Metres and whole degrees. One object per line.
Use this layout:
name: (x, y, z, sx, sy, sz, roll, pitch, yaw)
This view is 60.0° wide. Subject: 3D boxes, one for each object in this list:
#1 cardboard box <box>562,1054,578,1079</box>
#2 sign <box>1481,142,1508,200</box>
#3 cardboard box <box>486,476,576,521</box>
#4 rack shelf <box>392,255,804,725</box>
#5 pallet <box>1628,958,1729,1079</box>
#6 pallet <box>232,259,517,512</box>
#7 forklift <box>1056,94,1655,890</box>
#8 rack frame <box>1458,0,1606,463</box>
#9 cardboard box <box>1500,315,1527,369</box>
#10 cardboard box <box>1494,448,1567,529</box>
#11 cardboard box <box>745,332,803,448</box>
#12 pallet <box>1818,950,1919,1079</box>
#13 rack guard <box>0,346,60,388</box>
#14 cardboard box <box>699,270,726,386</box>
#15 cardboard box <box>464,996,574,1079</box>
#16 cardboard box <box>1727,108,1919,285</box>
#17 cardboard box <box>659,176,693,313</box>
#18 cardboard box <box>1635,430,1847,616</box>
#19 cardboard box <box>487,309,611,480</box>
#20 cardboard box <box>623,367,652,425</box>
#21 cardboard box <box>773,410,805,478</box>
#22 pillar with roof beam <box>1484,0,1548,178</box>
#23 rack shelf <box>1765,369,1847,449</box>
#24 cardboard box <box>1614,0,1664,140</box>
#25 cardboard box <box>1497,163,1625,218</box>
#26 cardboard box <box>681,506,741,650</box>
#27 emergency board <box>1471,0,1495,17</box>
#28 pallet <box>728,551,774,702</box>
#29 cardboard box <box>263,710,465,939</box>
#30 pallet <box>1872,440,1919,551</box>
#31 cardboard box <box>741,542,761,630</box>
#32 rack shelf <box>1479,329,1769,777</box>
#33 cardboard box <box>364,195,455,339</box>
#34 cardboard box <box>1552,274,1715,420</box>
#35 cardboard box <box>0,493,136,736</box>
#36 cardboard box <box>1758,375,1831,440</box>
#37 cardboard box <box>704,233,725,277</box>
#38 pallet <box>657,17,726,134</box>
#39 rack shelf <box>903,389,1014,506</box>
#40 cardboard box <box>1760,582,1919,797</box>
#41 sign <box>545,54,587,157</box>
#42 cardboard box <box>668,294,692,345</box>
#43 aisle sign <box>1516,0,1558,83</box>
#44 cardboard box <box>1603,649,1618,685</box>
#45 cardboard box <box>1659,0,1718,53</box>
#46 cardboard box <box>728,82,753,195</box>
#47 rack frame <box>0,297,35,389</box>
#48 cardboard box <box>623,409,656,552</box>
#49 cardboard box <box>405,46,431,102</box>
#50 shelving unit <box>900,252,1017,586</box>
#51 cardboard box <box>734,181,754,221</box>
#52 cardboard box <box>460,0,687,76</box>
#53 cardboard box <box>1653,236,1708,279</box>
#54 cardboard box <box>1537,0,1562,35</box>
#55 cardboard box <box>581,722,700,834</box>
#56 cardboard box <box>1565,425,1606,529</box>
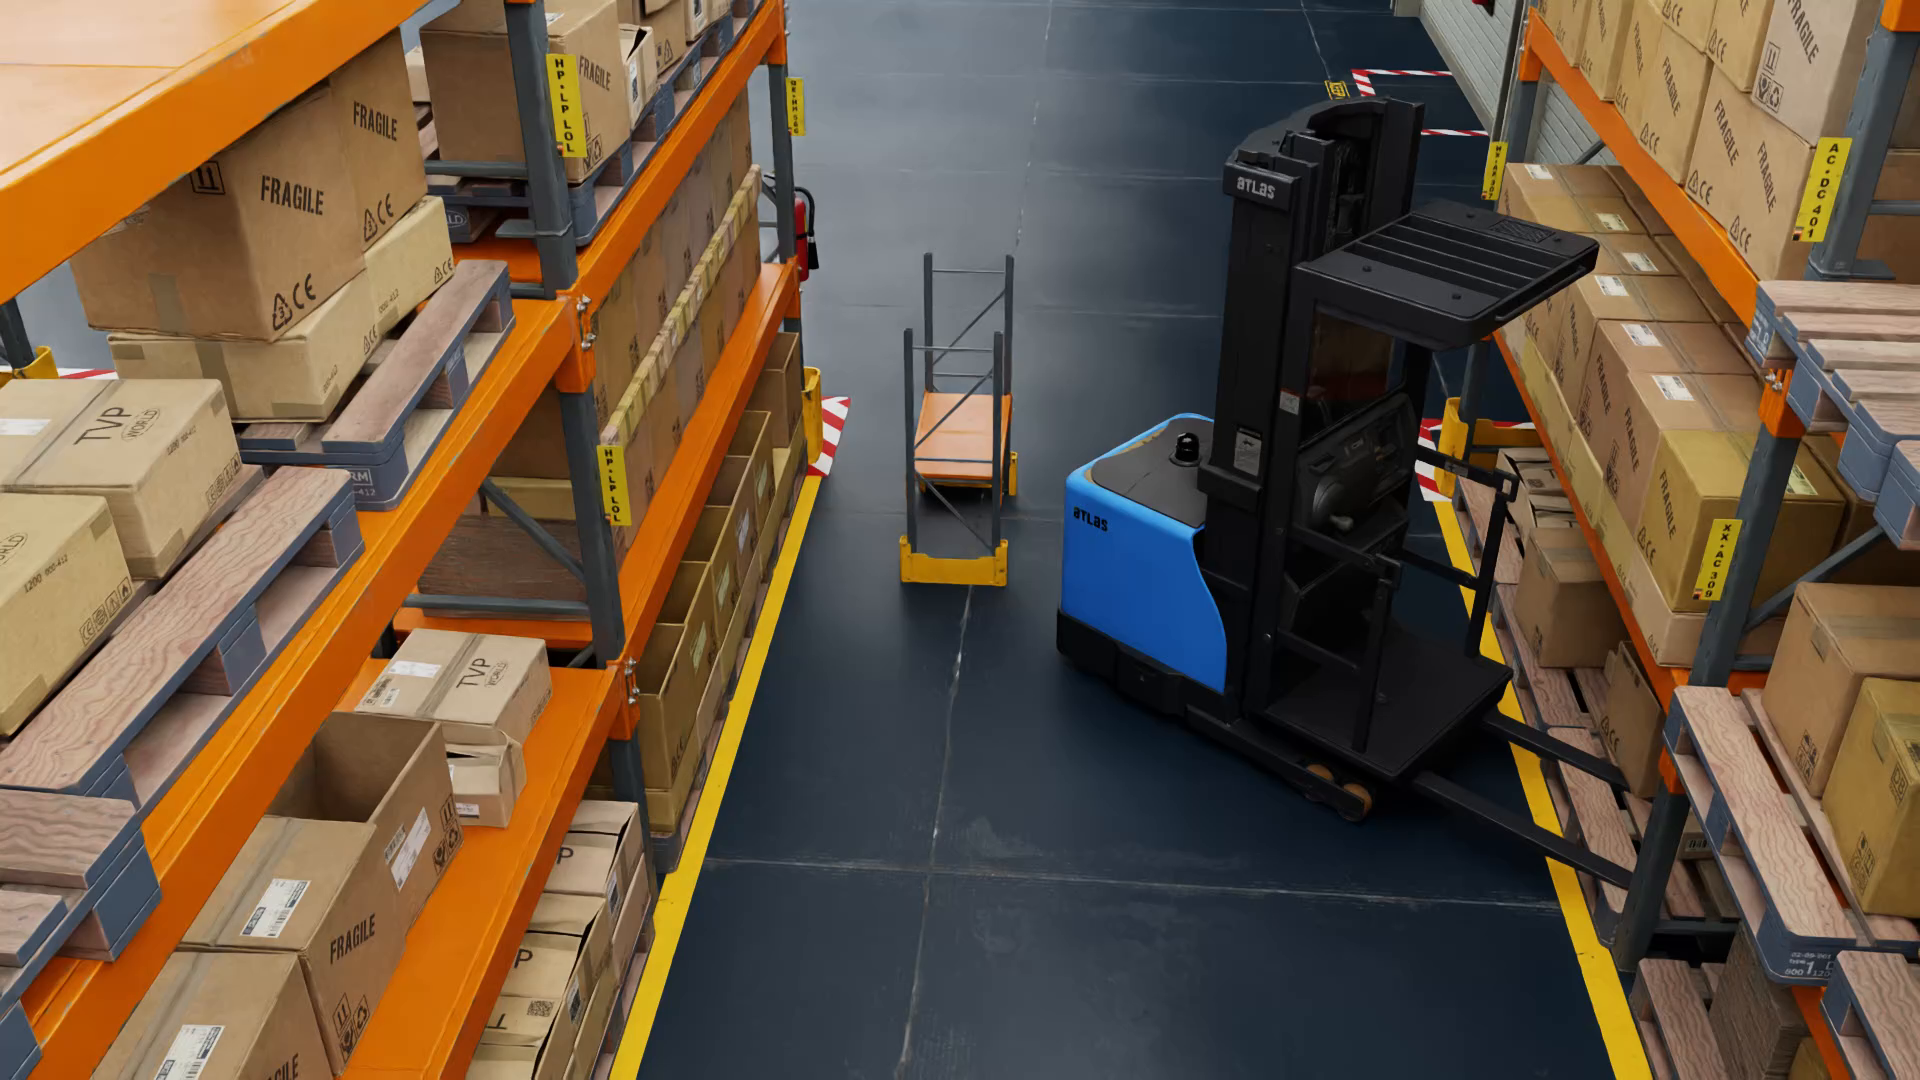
cardboard box: (-1.612, 2.001, 5.645, 0.500, 0.250, 0.500, 3, 32, 5)
sign: (2.939, -2.026, 9.133, 0.100, 0.325, 0.005, 2, 32, 4)
cardboard box: (-1.568, -0.203, 6.287, 0.380, 0.149, 0.250, 2, 32, 4)
rack shelf: (-1.620, -0.492, 8.155, 1.077, 0.370, 4.000, 2, 32, 4)
pallet: (3.093, 2.052, 6.000, 1.003, 0.211, 1.213, 2, 32, 4)
pallet: (-1.842, -0.486, 4.783, 0.805, 0.209, 1.217, 1, 32, 2)
forklift: (1.906, -0.296, 7.217, 3.031, 2.935, 1.130, 27, 40, 36)
rack frame: (3.480, -1.634, 9.323, 1.000, 3.000, 0.127, 2, 32, 4)
cardboard box: (3.096, -1.065, 8.523, 0.500, 0.250, 0.500, 2, 32, 2)
cardboard box: (3.334, -0.319, 9.332, 0.500, 0.311, 0.500, -1, 32, -2)
cardboard box: (-1.204, -0.878, 9.602, 0.500, 0.500, 0.500, 2, 32, 4)
pallet: (2.949, 1.594, 4.267, 1.003, 0.211, 1.213, 2, 32, 4)
rack guard: (-6.353, -0.951, 10.597, 1.175, 0.500, 0.348, 2, 32, 4)
cardboard box: (-1.592, -1.108, 8.375, 0.700, 0.500, 0.500, 3, 32, 4)
cardboard box: (-1.609, 1.758, 5.504, 0.500, 0.311, 0.500, 2, 32, 4)
cardboard box: (2.949, -1.146, 5.558, 0.500, 0.500, 0.500, 3, 32, 5)
cardboard box: (-1.631, -1.366, 7.557, 0.700, 0.500, 0.500, 2, 32, 4)
cardboard box: (2.885, -0.067, 6.189, 0.500, 0.500, 0.500, 2, 32, 4)
cardboard box: (-1.753, -0.579, 6.279, 0.700, 0.500, 0.500, 3, 32, 4)
cardboard box: (-1.509, -0.606, 6.942, 0.380, 0.149, 0.250, 2, 32, 4)
cardboard box: (-1.207, -0.559, 9.799, 0.500, 0.250, 0.500, 2, 32, 4)
pillar with roof beam: (0.483, -7.106, 12.484, 9.100, 9.000, 0.400, 2, 32, 4)
rack shelf: (2.992, 0.533, 3.633, 1.077, 0.370, 4.000, 2, 32, 4)
cardboard box: (3.064, -1.966, 6.888, 0.500, 0.500, 0.500, 4, 32, 7)
cardboard box: (3.142, -1.661, 8.776, 0.500, 0.500, 0.500, 2, 32, 4)
cardboard box: (-1.352, 0.168, 7.904, 0.500, 0.500, 0.500, 2, 32, 4)
emergency board: (5.013, -5.659, 15.854, 0.194, 1.169, 0.643, 2, 32, 4)
pallet: (-1.580, 0.381, 8.710, 1.003, 0.211, 1.213, 2, 32, 4)
cardboard box: (-1.905, 0.882, 5.145, 0.500, 0.500, 0.500, 5, 32, 8)
pallet: (2.917, 0.121, 3.794, 1.213, 0.211, 1.003, 2, 32, 4)
cardboard box: (-1.317, 0.226, 8.525, 0.500, 0.250, 0.500, 2, 32, 4)
rack shelf: (3.317, -0.282, 7.814, 1.077, 0.370, 4.000, 2, 32, 4)
cardboard box: (-1.843, -0.822, 4.889, 0.500, 0.250, 0.500, 6, 32, 9)
cardboard box: (3.013, -0.863, 7.480, 0.500, 0.500, 0.500, 3, 32, 6)
cardboard box: (-2.045, 0.134, 3.337, 0.500, 0.250, 0.500, 2, 32, 3)
cardboard box: (3.447, -0.313, 6.589, 0.500, 0.500, 0.500, 2, 32, 4)
cardboard box: (-1.383, -1.415, 8.254, 0.380, 0.149, 0.250, 3, 32, 6)
pallet: (-1.637, -2.075, 7.263, 1.003, 0.211, 1.213, 2, 32, 4)
rack shelf: (0.007, -0.530, 9.304, 0.538, 0.185, 1.000, 2, 32, 4)
cardboard box: (3.079, 0.492, 5.358, 0.700, 0.500, 0.500, 3, 32, 4)
sign: (-1.241, -1.365, 5.234, 0.100, 0.325, 0.005, 2, 32, 4)
cardboard box: (-1.446, -1.013, 7.602, 0.380, 0.149, 0.250, 2, 32, 4)
aisle sign: (3.187, -2.791, 8.722, 0.394, 0.787, 0.004, 2, 32, 4)
cardboard box: (3.305, 0.648, 7.917, 0.380, 0.149, 0.250, 0, 32, 0)
cardboard box: (2.991, -2.130, 6.201, 0.500, 0.500, 0.500, 1, 32, 2)
cardboard box: (-1.512, -2.167, 8.856, 0.700, 0.500, 0.500, 3, 32, 4)
rack frame: (-6.394, -2.057, 10.009, 1.000, 3.000, 0.127, 2, 32, 4)
cardboard box: (-1.717, -0.303, 7.068, 0.700, 0.500, 0.500, 2, 32, 3)
cardboard box: (-1.957, -1.803, 6.443, 0.380, 0.149, 0.250, 2, 32, 4)
shelving unit: (0.006, -0.678, 9.201, 0.587, 1.500, 1.083, 2, 32, 4)
cardboard box: (-1.318, -1.818, 8.907, 0.380, 0.149, 0.250, 3, 32, 5)
cardboard box: (-1.523, -2.167, 6.696, 0.797, 0.503, 0.637, 6, 32, 9)
cardboard box: (3.565, -1.109, 7.880, 0.500, 0.500, 0.500, 2, 32, 3)
cardboard box: (3.204, -2.798, 8.238, 0.500, 0.500, 0.500, 3, 32, 5)
cardboard box: (-1.443, 1.010, 7.253, 0.500, 0.250, 0.500, 2, 32, 4)
cardboard box: (2.965, -0.272, 7.236, 0.500, 0.250, 0.500, 2, 32, 4)
